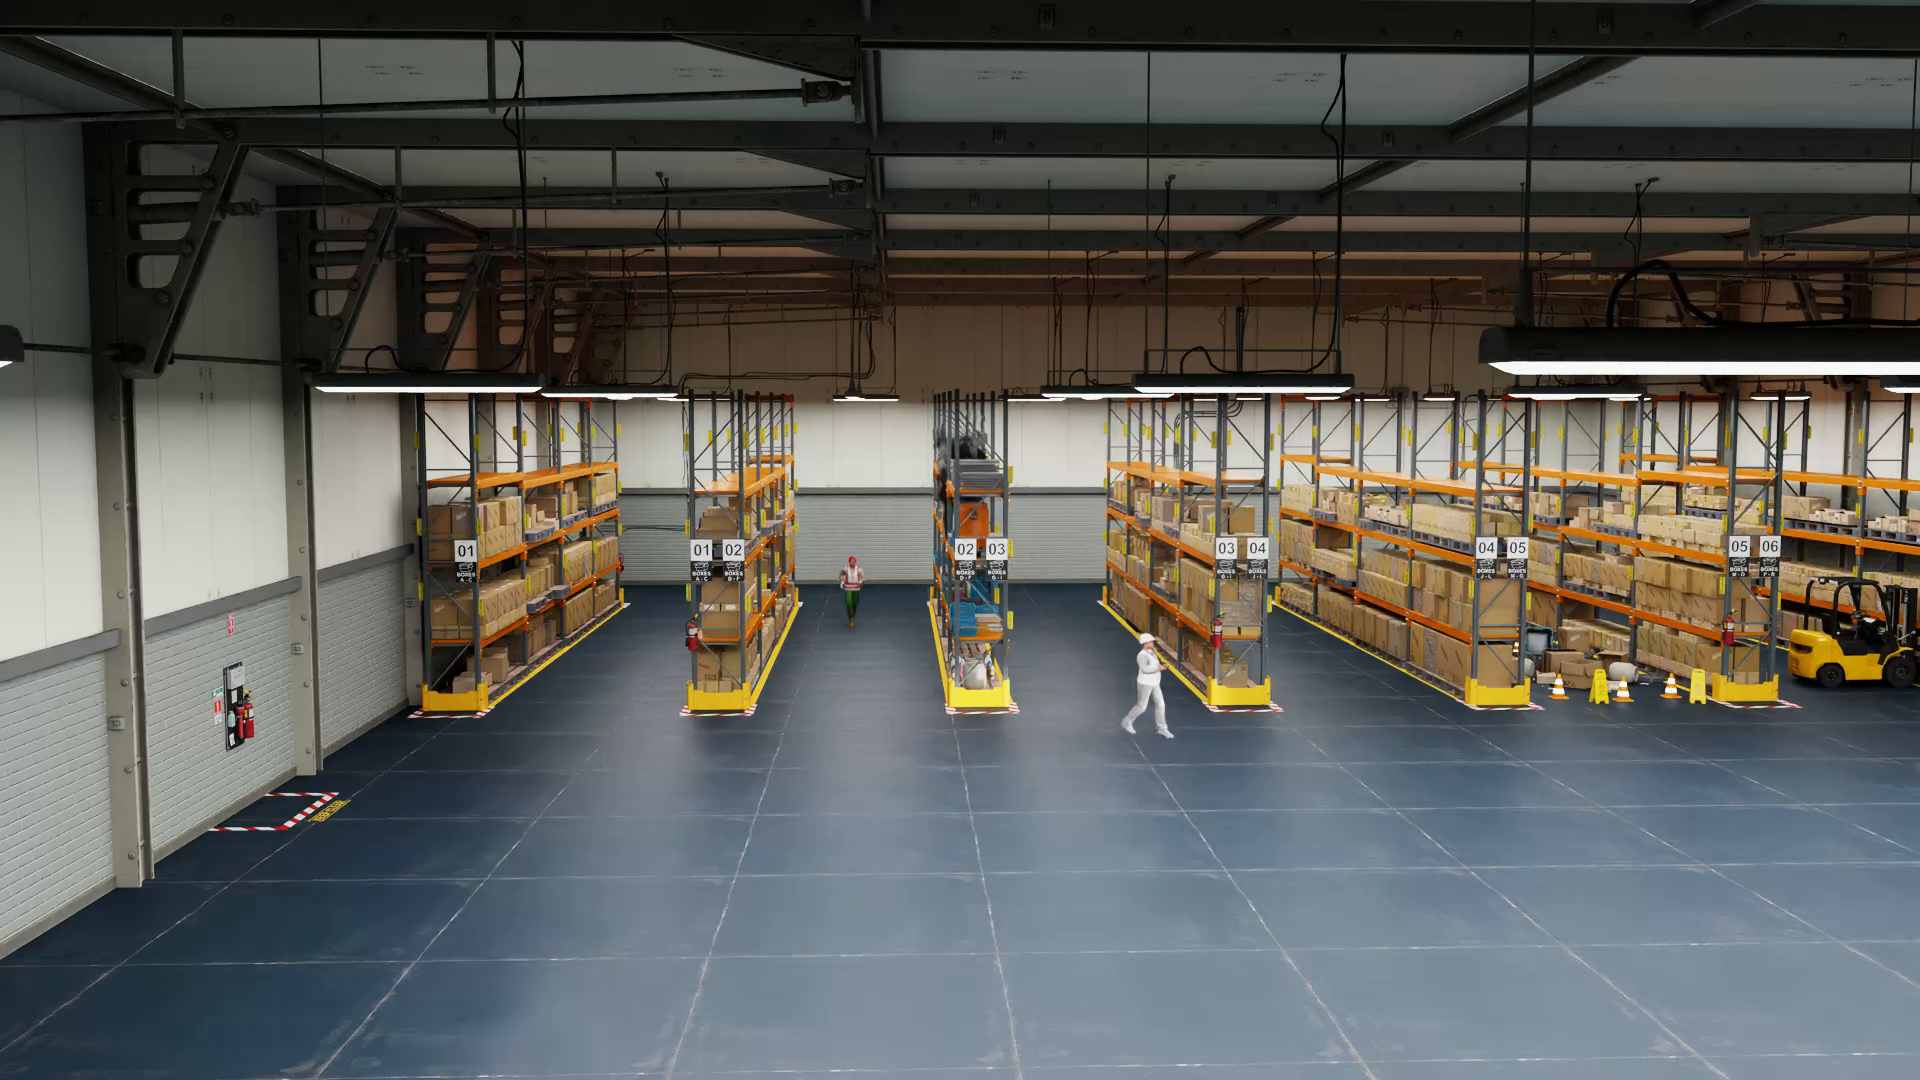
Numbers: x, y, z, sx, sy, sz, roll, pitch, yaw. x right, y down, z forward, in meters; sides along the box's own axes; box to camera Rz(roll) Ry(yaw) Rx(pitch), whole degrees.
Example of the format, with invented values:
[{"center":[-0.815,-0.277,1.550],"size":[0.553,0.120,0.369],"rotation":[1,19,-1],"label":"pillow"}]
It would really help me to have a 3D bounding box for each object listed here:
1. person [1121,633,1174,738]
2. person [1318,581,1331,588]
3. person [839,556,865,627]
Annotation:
[{"center":[3.226,2.491,28.545],"size":[0.910,1.793,0.644],"rotation":[3,5,30],"label":"person"},{"center":[10.704,0.893,49.088],"size":[0.673,1.719,0.549],"rotation":[0,5,-1],"label":"person"},{"center":[-2.787,1.309,43.034],"size":[0.654,1.796,0.993],"rotation":[-1,5,-10],"label":"person"}]
